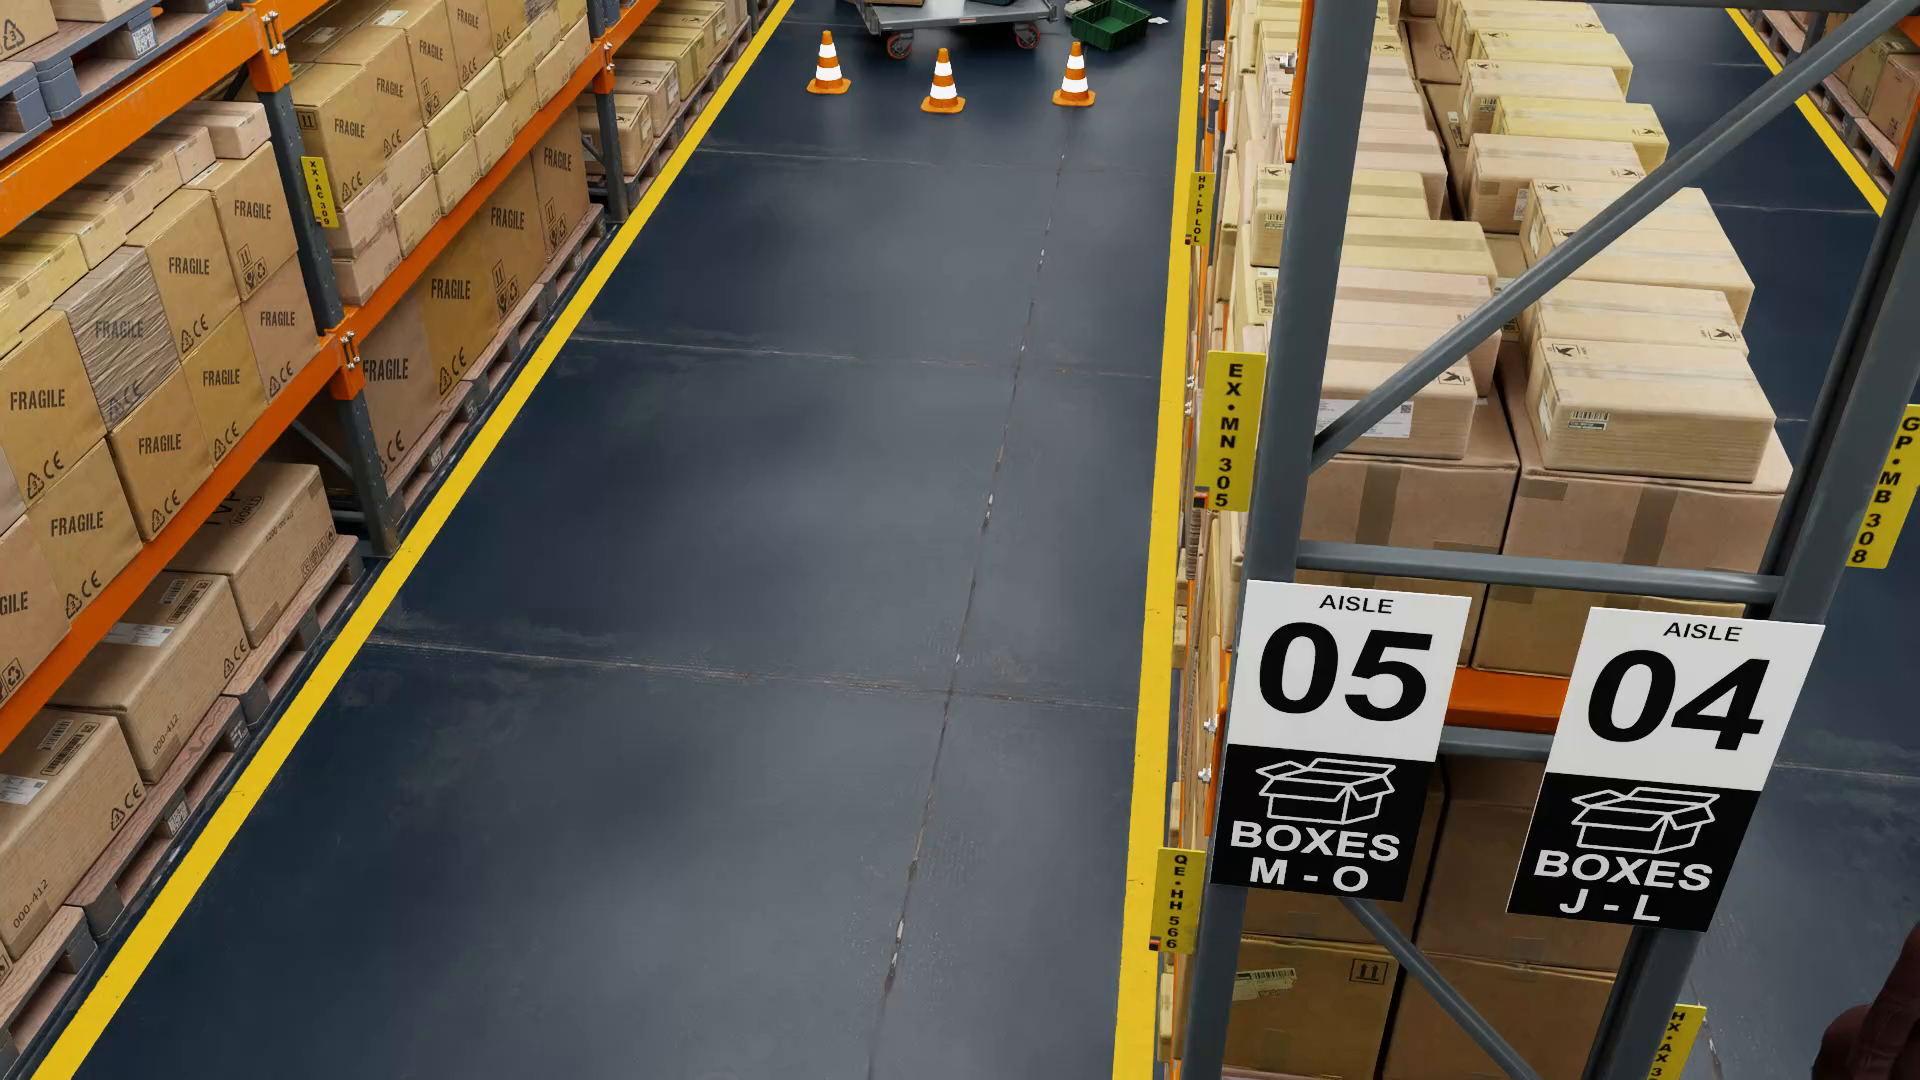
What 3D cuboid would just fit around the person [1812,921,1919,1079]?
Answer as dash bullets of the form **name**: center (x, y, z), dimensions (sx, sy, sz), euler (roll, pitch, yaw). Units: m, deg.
- **person**: center (2.884, 1.539, 4.919), dimensions (0.585, 1.835, 0.516), euler (6, 36, 8)
